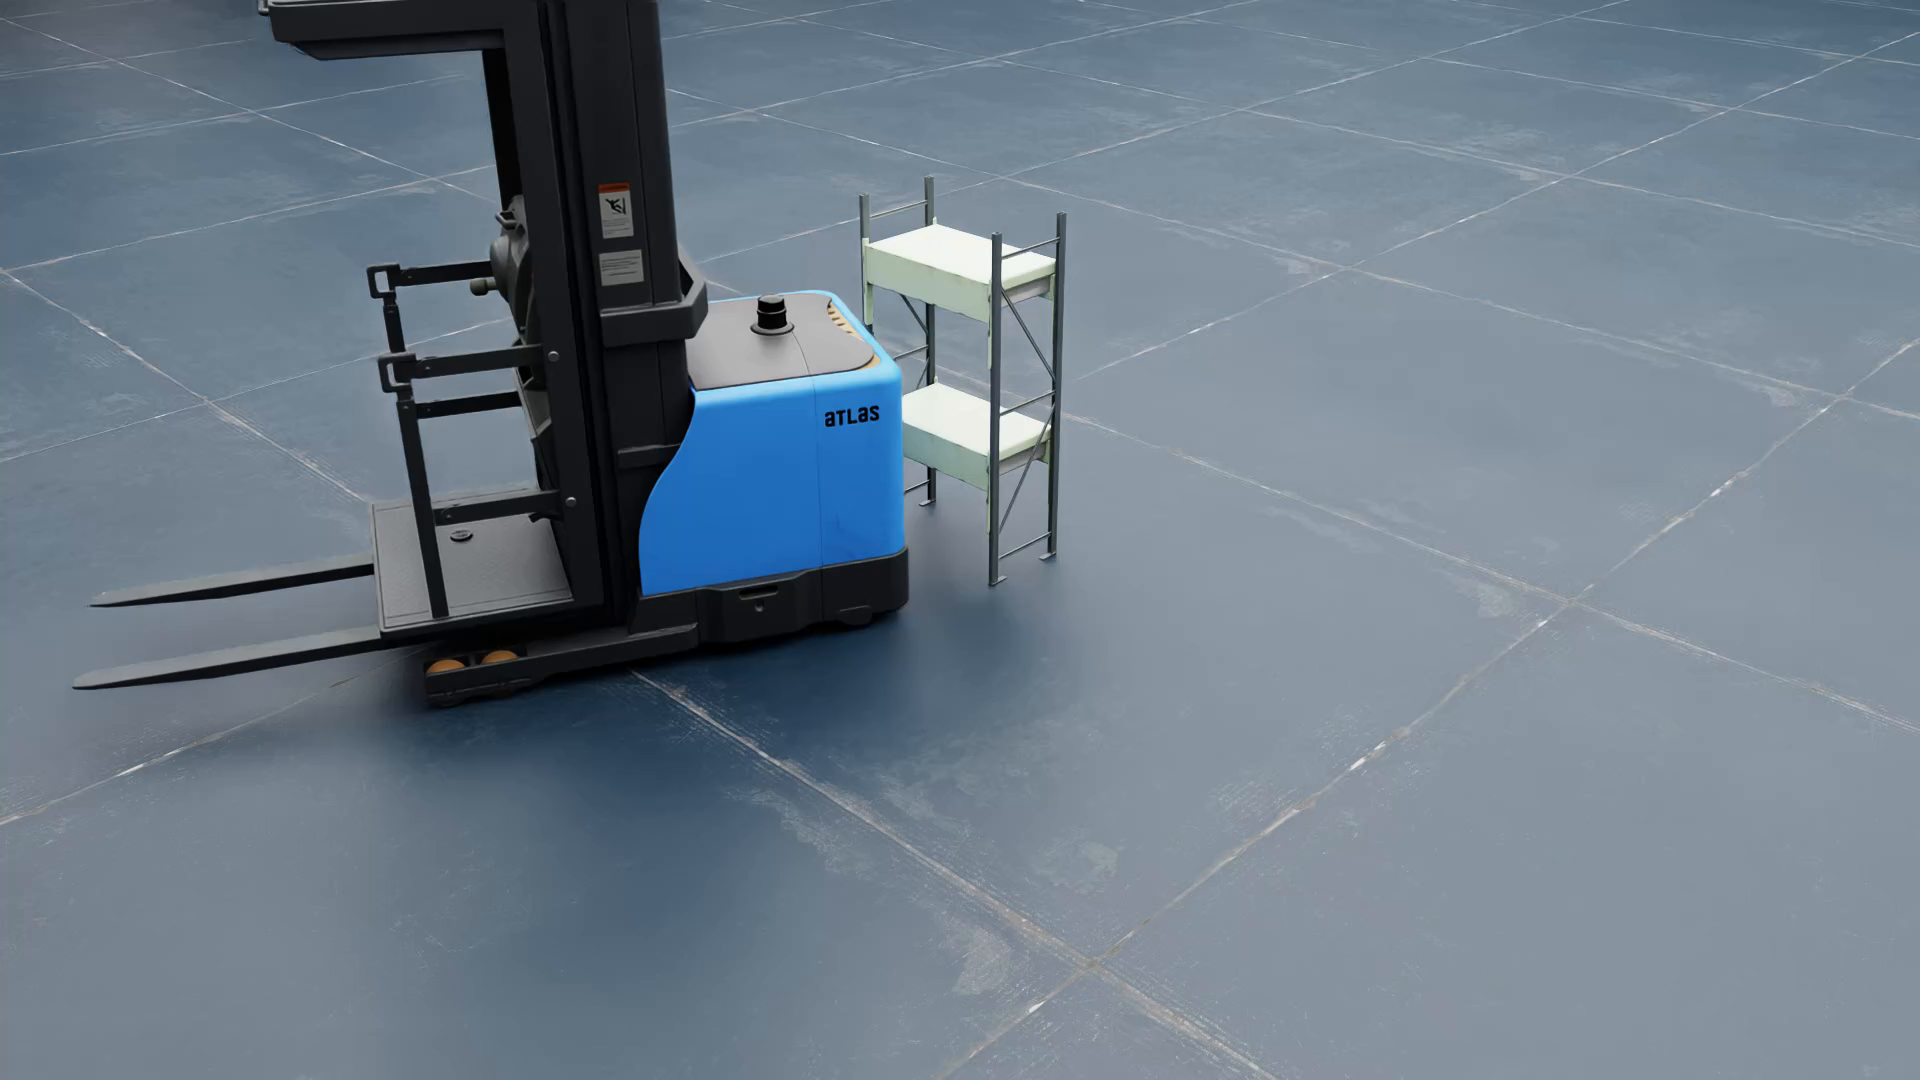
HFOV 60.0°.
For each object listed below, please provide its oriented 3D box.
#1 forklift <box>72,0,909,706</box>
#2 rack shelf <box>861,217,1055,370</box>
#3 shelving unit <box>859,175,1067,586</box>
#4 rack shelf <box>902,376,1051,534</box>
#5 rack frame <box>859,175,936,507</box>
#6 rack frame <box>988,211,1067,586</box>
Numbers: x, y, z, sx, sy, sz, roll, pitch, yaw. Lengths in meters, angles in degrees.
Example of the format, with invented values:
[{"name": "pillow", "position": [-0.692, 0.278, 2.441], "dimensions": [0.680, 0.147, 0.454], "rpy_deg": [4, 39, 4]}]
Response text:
[{"name": "forklift", "position": [-1.777, -0.966, 5.939], "dimensions": [3.031, 2.935, 1.130], "rpy_deg": [-9, 29, -17]}, {"name": "rack shelf", "position": [0.005, -1.007, 6.715], "dimensions": [0.720, 0.370, 0.431], "rpy_deg": [25, 36, 38]}, {"name": "shelving unit", "position": [0.005, -0.662, 6.897], "dimensions": [0.755, 1.500, 0.431], "rpy_deg": [25, 36, 38]}, {"name": "rack shelf", "position": [0.005, -0.373, 7.049], "dimensions": [0.720, 0.370, 0.431], "rpy_deg": [25, 36, 38]}, {"name": "rack frame", "position": [-0.256, -0.781, 7.124], "dimensions": [0.023, 1.500, 0.400], "rpy_deg": [25, 36, 38]}, {"name": "rack frame", "position": [0.266, -0.542, 6.670], "dimensions": [0.023, 1.500, 0.400], "rpy_deg": [25, 36, 38]}]
